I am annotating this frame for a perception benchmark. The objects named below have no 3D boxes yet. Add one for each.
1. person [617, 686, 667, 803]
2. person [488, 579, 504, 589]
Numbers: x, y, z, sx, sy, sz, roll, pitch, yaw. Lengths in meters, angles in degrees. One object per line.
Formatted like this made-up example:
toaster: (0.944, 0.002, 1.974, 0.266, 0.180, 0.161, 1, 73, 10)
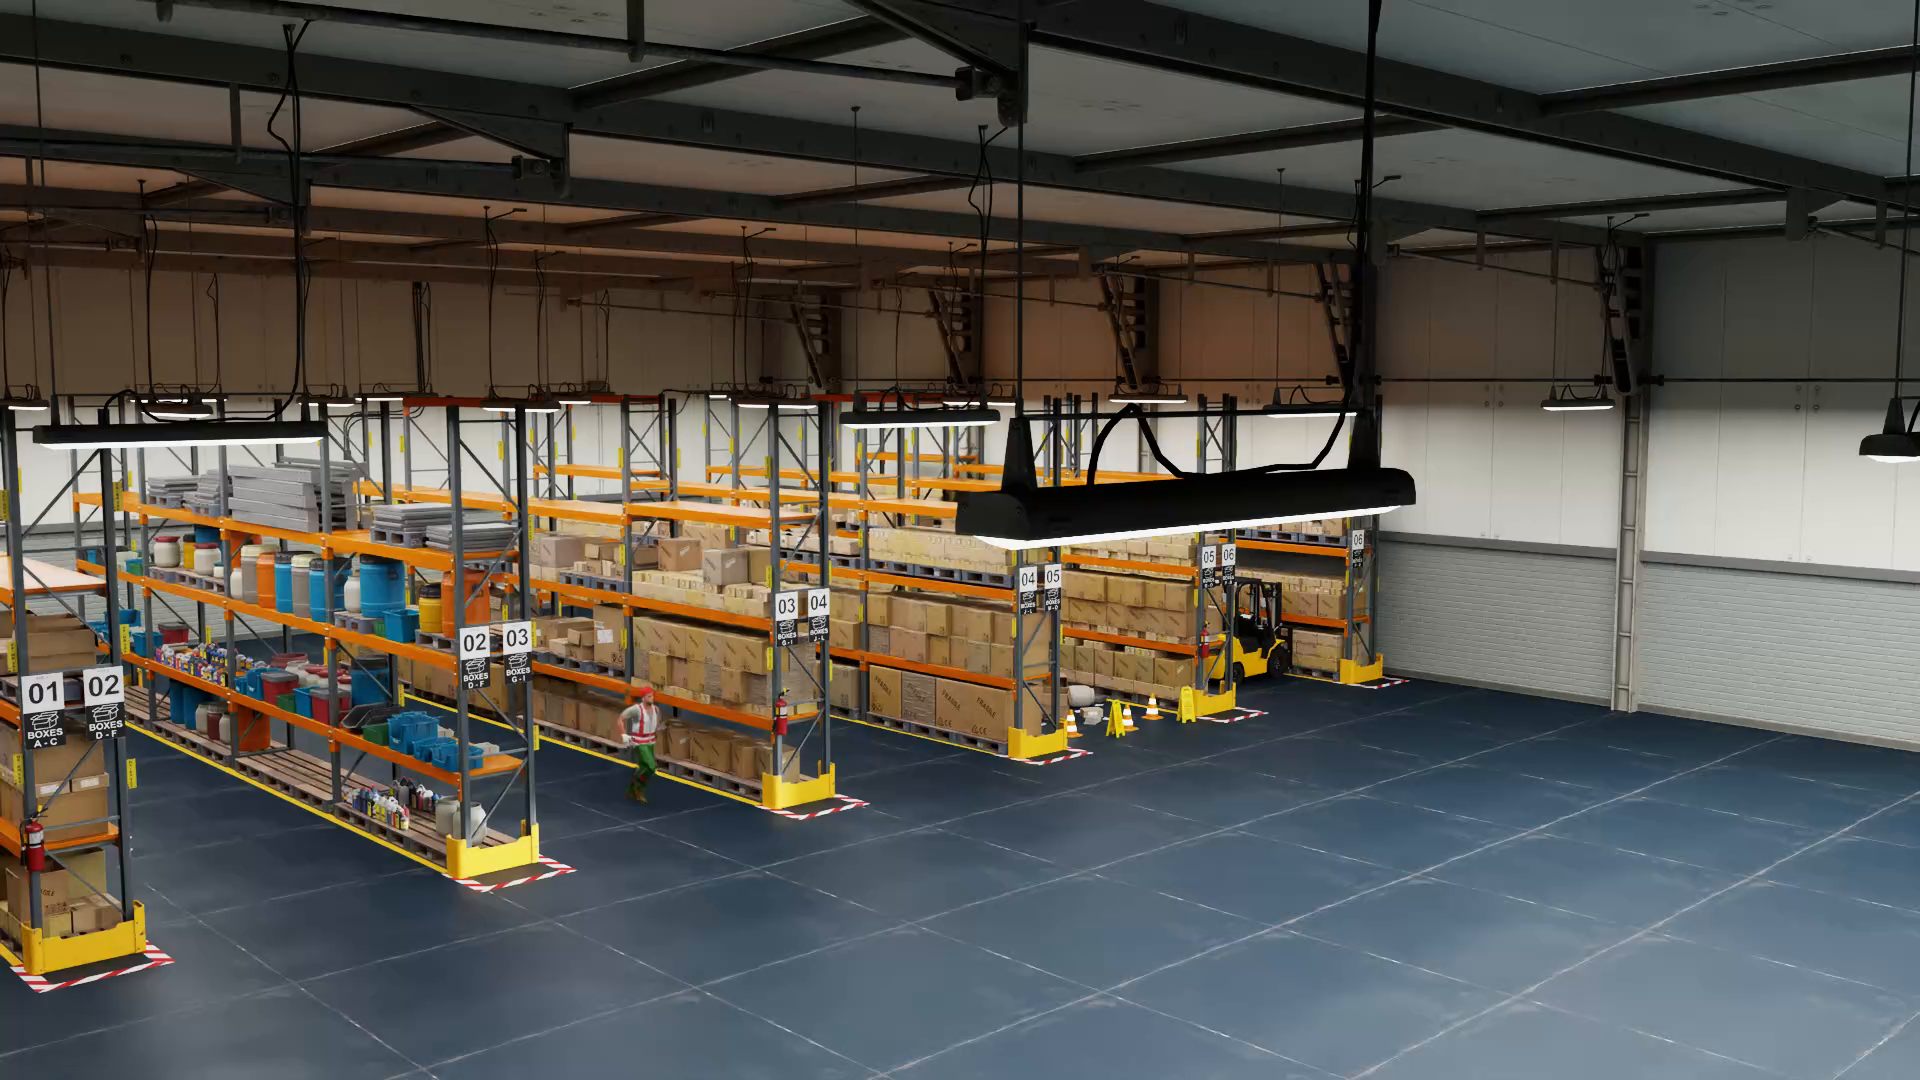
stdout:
person: (-4.705, 3.050, 24.795, 0.735, 1.750, 0.647, 4, 7, 33)
person: (-10.993, 1.691, 39.054, 0.723, 1.793, 0.847, 0, 6, 4)
